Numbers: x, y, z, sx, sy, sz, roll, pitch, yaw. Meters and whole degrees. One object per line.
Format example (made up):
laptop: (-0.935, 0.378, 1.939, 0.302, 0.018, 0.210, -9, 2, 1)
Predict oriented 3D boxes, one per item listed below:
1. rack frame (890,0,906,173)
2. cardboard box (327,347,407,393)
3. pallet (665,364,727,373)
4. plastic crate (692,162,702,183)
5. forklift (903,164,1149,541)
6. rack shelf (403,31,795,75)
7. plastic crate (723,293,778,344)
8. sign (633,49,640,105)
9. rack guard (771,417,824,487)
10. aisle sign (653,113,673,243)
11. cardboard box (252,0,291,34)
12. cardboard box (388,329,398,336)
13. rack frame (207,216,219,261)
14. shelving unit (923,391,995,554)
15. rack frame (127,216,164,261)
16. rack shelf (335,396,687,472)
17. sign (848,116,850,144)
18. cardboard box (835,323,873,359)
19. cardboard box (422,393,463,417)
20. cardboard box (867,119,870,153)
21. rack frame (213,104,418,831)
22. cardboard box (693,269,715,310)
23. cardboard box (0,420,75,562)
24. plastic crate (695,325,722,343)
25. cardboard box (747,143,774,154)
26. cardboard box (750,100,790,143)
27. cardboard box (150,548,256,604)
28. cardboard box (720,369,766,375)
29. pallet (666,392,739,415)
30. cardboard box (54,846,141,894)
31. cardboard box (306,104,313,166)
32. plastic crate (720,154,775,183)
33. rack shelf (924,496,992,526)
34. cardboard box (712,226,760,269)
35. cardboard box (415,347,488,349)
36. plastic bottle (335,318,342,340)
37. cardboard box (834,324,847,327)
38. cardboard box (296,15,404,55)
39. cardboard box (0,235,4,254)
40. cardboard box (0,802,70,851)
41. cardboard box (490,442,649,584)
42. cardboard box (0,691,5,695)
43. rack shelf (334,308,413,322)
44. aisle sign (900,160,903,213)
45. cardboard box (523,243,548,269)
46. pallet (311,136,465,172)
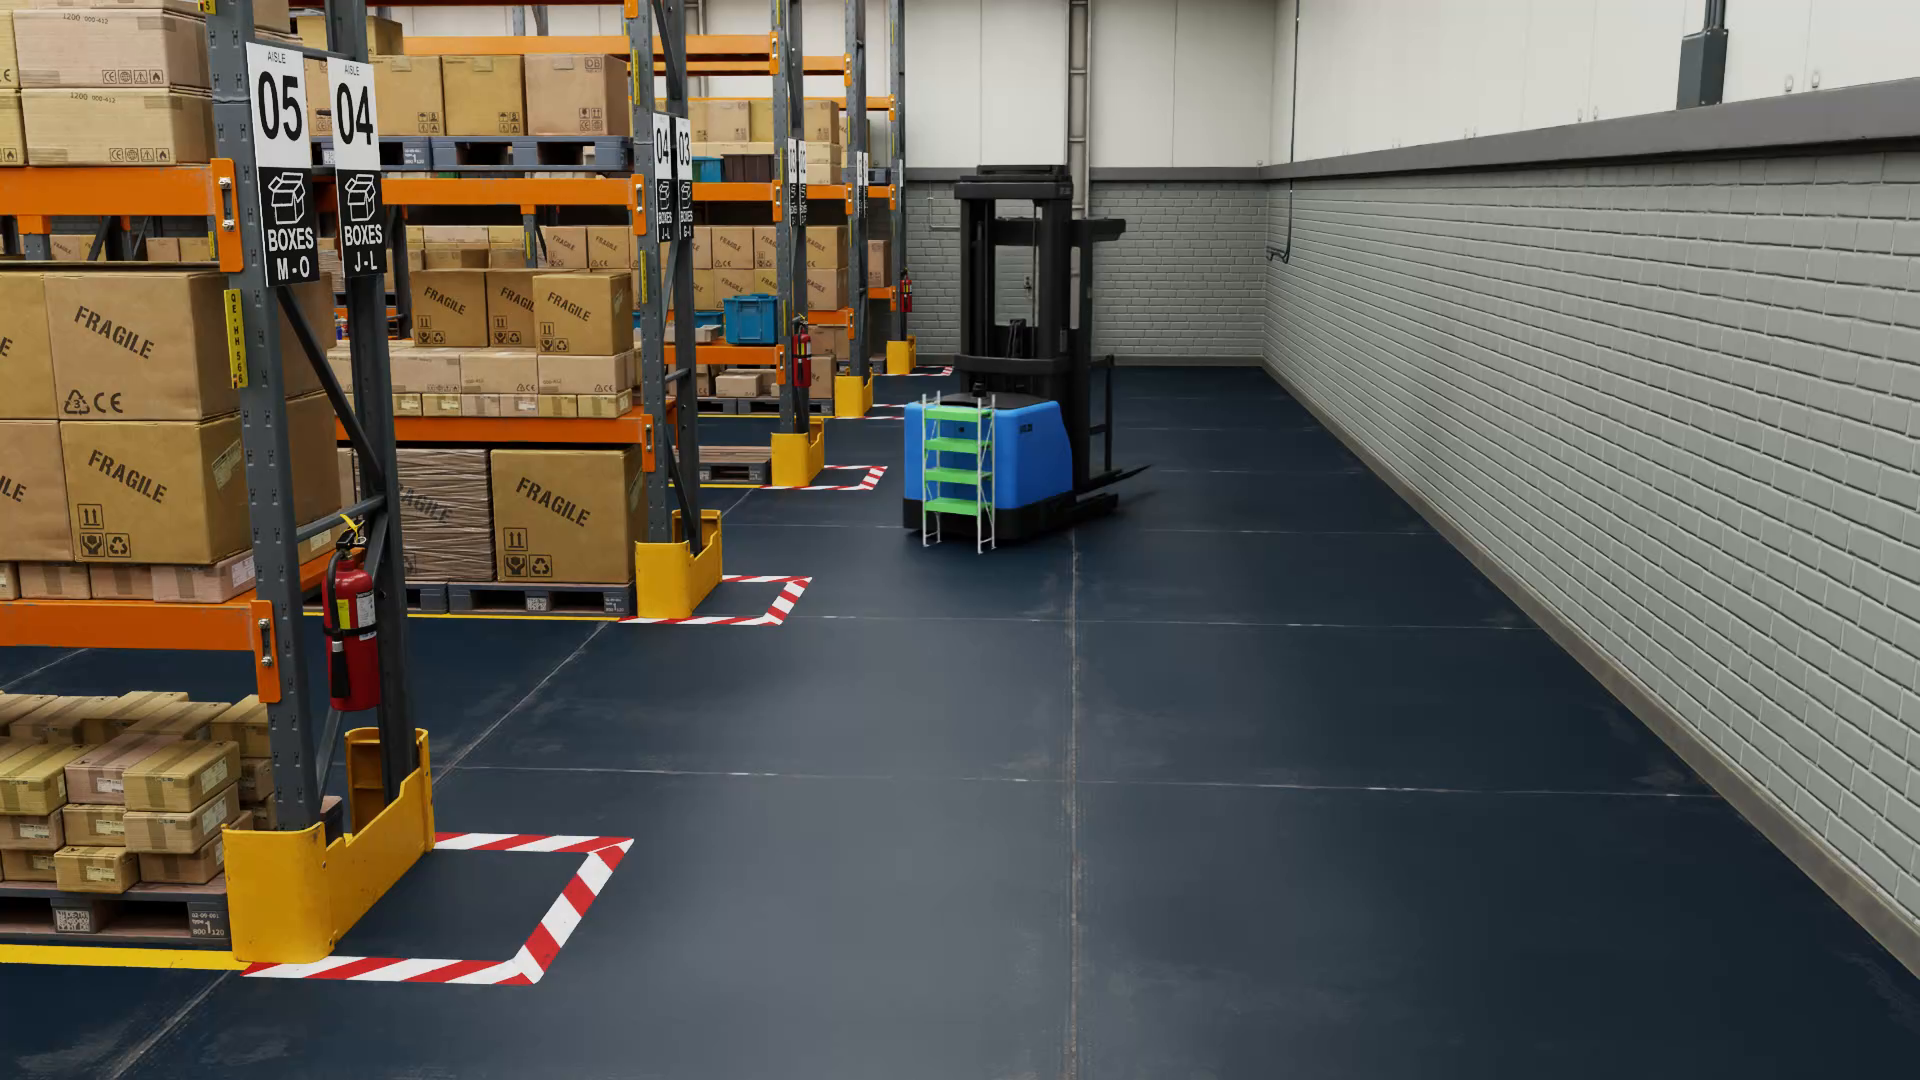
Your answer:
rack frame: (-0.934, -7.047, 24.980, 0.127, 3.000, 1.000, 1, 12, 4)
cardboard box: (-3.962, -1.120, 10.936, 0.500, 0.250, 0.500, 1, 12, 4)
pallet: (-4.172, -2.774, 26.016, 1.213, 0.211, 1.003, 1, 12, 4)
plastic crate: (-2.599, -3.407, 15.419, 0.336, 0.188, 0.450, 1, 12, 4)
forklift: (0.716, -1.680, 14.142, 1.130, 2.935, 3.031, 7, 14, 29)
rack shelf: (-3.592, -4.503, 15.550, 4.000, 0.370, 1.077, 1, 12, 4)
plastic crate: (-1.943, -2.100, 15.749, 0.499, 0.435, 0.616, 1, 12, 4)
sign: (-1.977, -2.827, 10.163, 0.005, 0.325, 0.100, 1, 12, 4)
rack guard: (-1.571, -0.866, 16.186, 0.348, 0.500, 1.175, 1, 12, 4)
aisle sign: (-1.875, -2.285, 10.518, 0.004, 0.787, 0.394, 1, 12, 4)
cardboard box: (-2.667, -1.949, 6.104, 0.250, 0.149, 0.380, 1, 12, 3)
cardboard box: (-7.217, -2.589, 21.520, 0.500, 0.250, 0.500, 1, 12, 3)
rack frame: (-9.243, -3.208, 21.280, 0.127, 3.000, 1.000, 1, 12, 4)
shelving unit: (-0.009, -0.526, 12.854, 0.503, 1.200, 0.258, 7, 14, 29)
rack frame: (-12.907, -4.275, 26.380, 0.127, 3.000, 1.000, 1, 12, 4)
rack shelf: (-3.923, -0.750, 11.286, 4.000, 0.370, 1.077, 1, 12, 4)
sign: (-1.318, -4.887, 19.818, 0.005, 0.325, 0.100, 1, 12, 4)
cardboard box: (-1.639, -3.082, 25.756, 0.500, 0.500, 0.700, 1, 12, 4)
cardboard box: (-3.323, -0.904, 10.875, 0.250, 0.149, 0.380, 1, 12, 2)
cardboard box: (-1.646, -6.187, 25.456, 0.500, 0.500, 0.500, 0, 12, 2)
rack frame: (-2.359, -0.063, 6.245, 0.127, 3.000, 1.000, 1, 12, 4)
cardboard box: (-3.244, -3.120, 20.611, 0.500, 0.500, 0.500, 1, 12, 3)
cardboard box: (-3.338, -0.220, 6.021, 0.500, 0.500, 0.500, 1, 12, 3)
plastic crate: (-2.422, -1.962, 15.817, 0.243, 0.136, 0.396, 1, 12, 4)
cardboard box: (-2.290, -4.700, 20.231, 0.500, 0.250, 0.500, 1, 12, 4)
cardboard box: (-2.268, -5.133, 20.470, 0.500, 0.500, 0.700, 1, 12, 4)
cardboard box: (-2.704, 0.113, 6.016, 0.250, 0.149, 0.380, 1, 12, 4)
cardboard box: (-2.783, -2.047, 21.371, 0.500, 0.250, 0.500, 1, 12, 4)
pallet: (-3.347, -1.763, 21.181, 1.213, 0.211, 1.003, 1, 12, 4)
cardboard box: (-3.162, 1.179, 6.242, 0.250, 0.149, 0.380, 1, 12, 5)
cardboard box: (-2.790, -1.516, 6.232, 0.500, 0.250, 0.500, 1, 12, 6)
plastic crate: (-1.962, -3.553, 15.923, 0.590, 0.269, 0.497, 1, 12, 4)
rack shelf: (-0.009, -0.229, 12.916, 0.480, 0.148, 0.258, 7, 14, 29)
cardboard box: (-2.746, -3.600, 20.466, 0.500, 0.500, 0.500, 1, 12, 5)
cardboard box: (-3.408, -1.222, 11.426, 0.500, 0.250, 0.500, 0, 12, 2)
plastic bottle: (-6.002, -2.020, 15.904, 0.135, 0.276, 0.152, 1, 12, 4)
cardboard box: (-1.779, -3.364, 25.520, 0.250, 0.149, 0.380, 1, 12, 3)
cardboard box: (-3.942, -3.244, 10.777, 0.500, 0.250, 0.500, 0, 12, 2)
cardboard box: (-14.919, -4.544, 26.149, 0.500, 0.500, 0.500, 1, 12, 6)
cardboard box: (-3.424, 1.025, 6.251, 0.250, 0.149, 0.380, 0, 12, 1)
cardboard box: (-2.571, -0.233, 11.220, 0.875, 0.875, 0.875, 1, 12, 4)
cardboard box: (-4.174, 0.745, 6.865, 0.250, 0.149, 0.380, 1, 12, 5)
rack shelf: (-7.248, -2.829, 21.223, 4.000, 0.370, 1.077, 1, 12, 4)
aisle sign: (-0.882, -5.321, 25.031, 0.004, 0.787, 0.394, 1, 12, 4)
cardboard box: (-6.413, -4.338, 25.662, 0.500, 0.500, 0.500, 1, 12, 4)
pallet: (-3.888, -2.524, 10.899, 1.213, 0.211, 1.003, 1, 12, 4)
